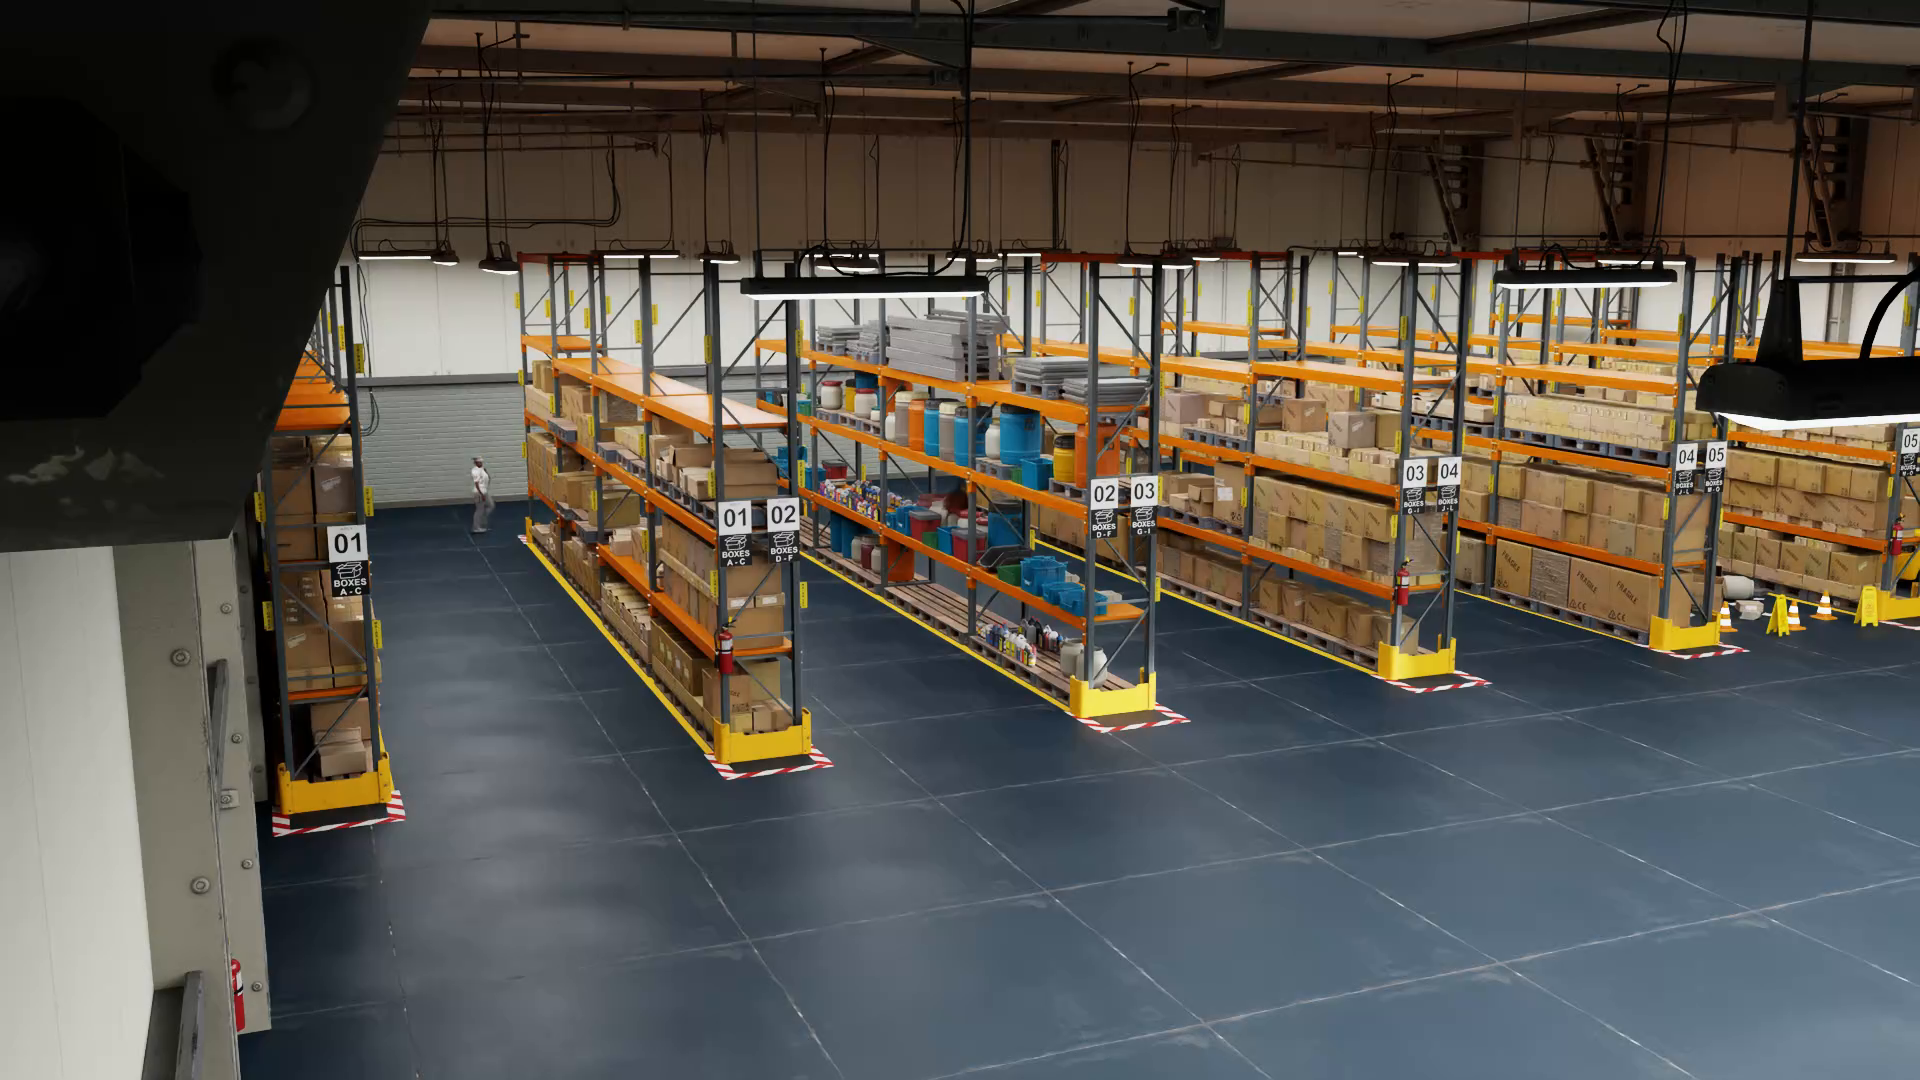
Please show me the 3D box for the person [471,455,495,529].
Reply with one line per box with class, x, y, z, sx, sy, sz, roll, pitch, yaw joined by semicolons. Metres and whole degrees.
person;-10.273;-1.038;35.753;0.493;1.587;0.477;-2;11;-10
